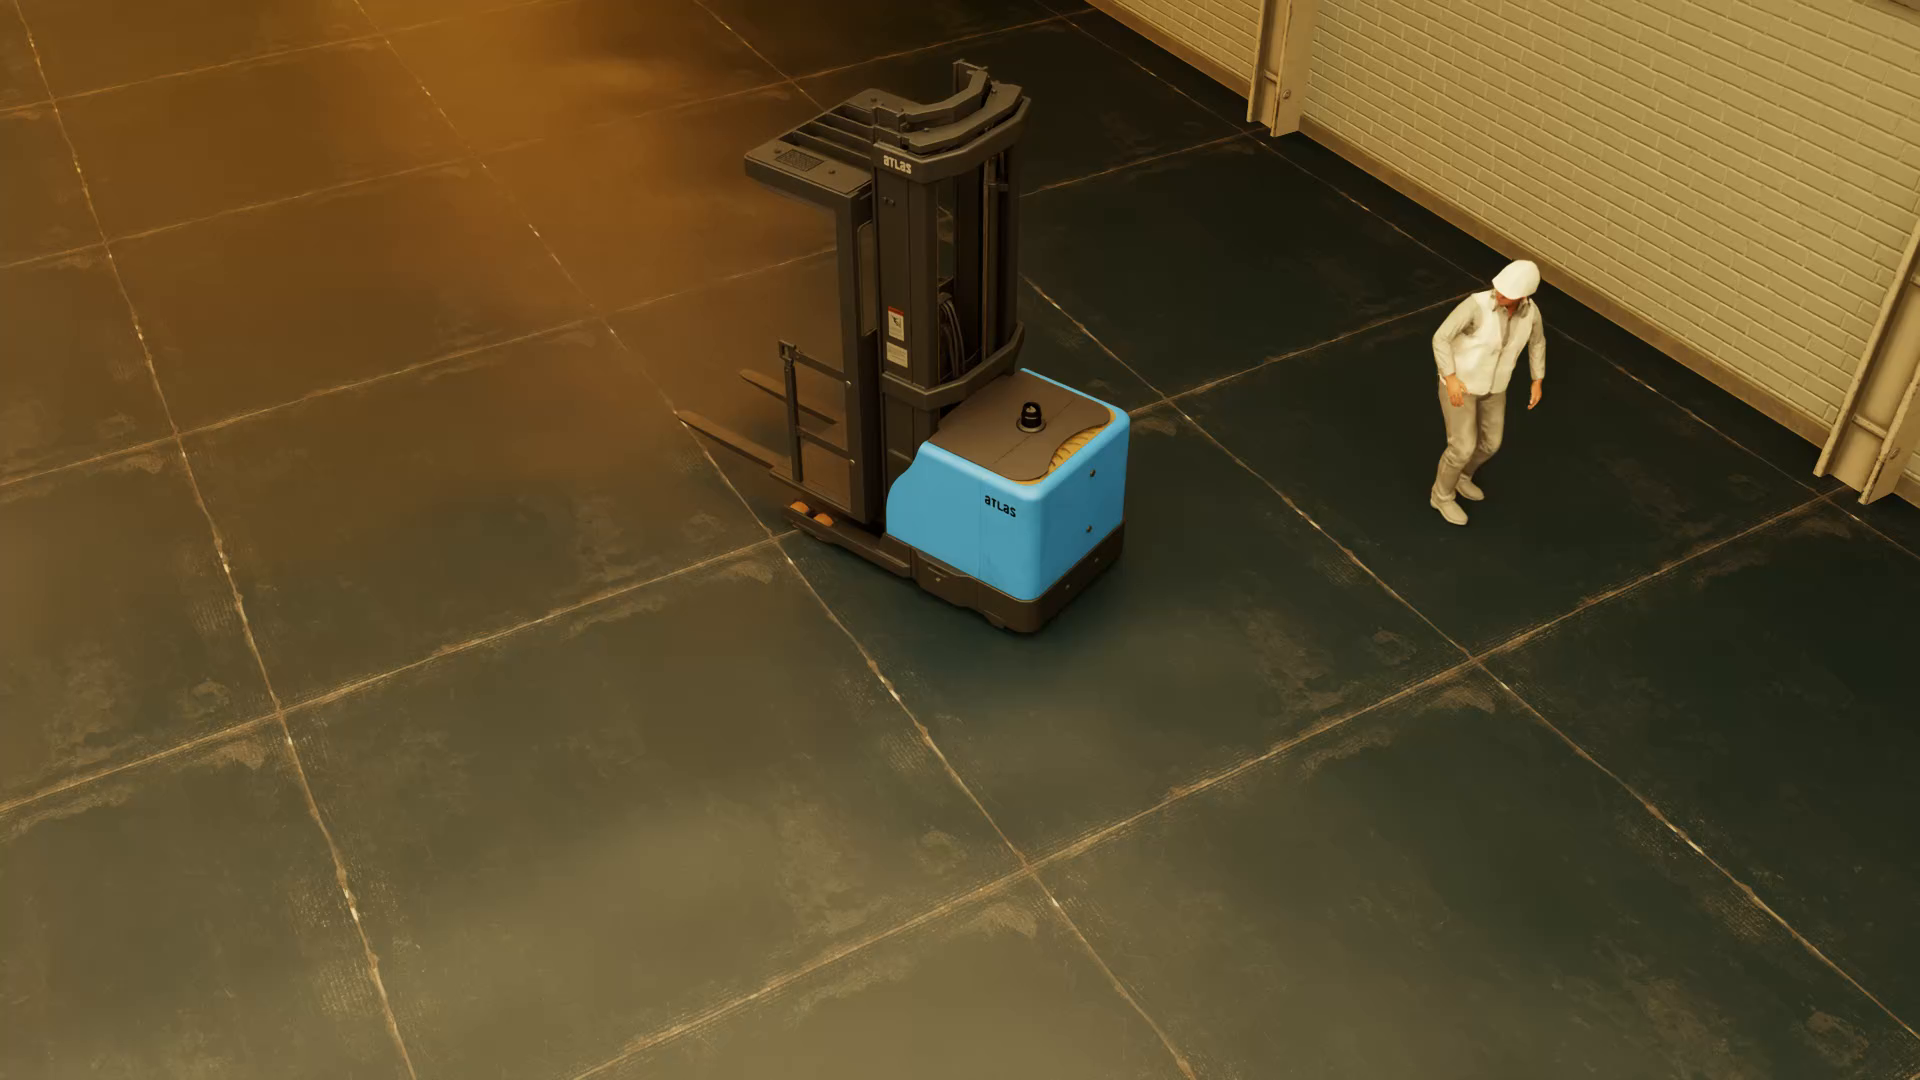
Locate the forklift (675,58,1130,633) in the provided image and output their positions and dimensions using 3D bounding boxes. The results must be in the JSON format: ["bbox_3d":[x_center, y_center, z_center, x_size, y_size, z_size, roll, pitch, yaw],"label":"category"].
[{"bbox_3d":[-0.481,-1.366,9.683,3.031,2.935,1.130,26,46,28],"label":"forklift"}]

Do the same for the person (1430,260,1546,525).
[{"bbox_3d":[3.216,-0.932,10.103,0.728,1.740,0.515,-13,41,-15],"label":"person"}]
